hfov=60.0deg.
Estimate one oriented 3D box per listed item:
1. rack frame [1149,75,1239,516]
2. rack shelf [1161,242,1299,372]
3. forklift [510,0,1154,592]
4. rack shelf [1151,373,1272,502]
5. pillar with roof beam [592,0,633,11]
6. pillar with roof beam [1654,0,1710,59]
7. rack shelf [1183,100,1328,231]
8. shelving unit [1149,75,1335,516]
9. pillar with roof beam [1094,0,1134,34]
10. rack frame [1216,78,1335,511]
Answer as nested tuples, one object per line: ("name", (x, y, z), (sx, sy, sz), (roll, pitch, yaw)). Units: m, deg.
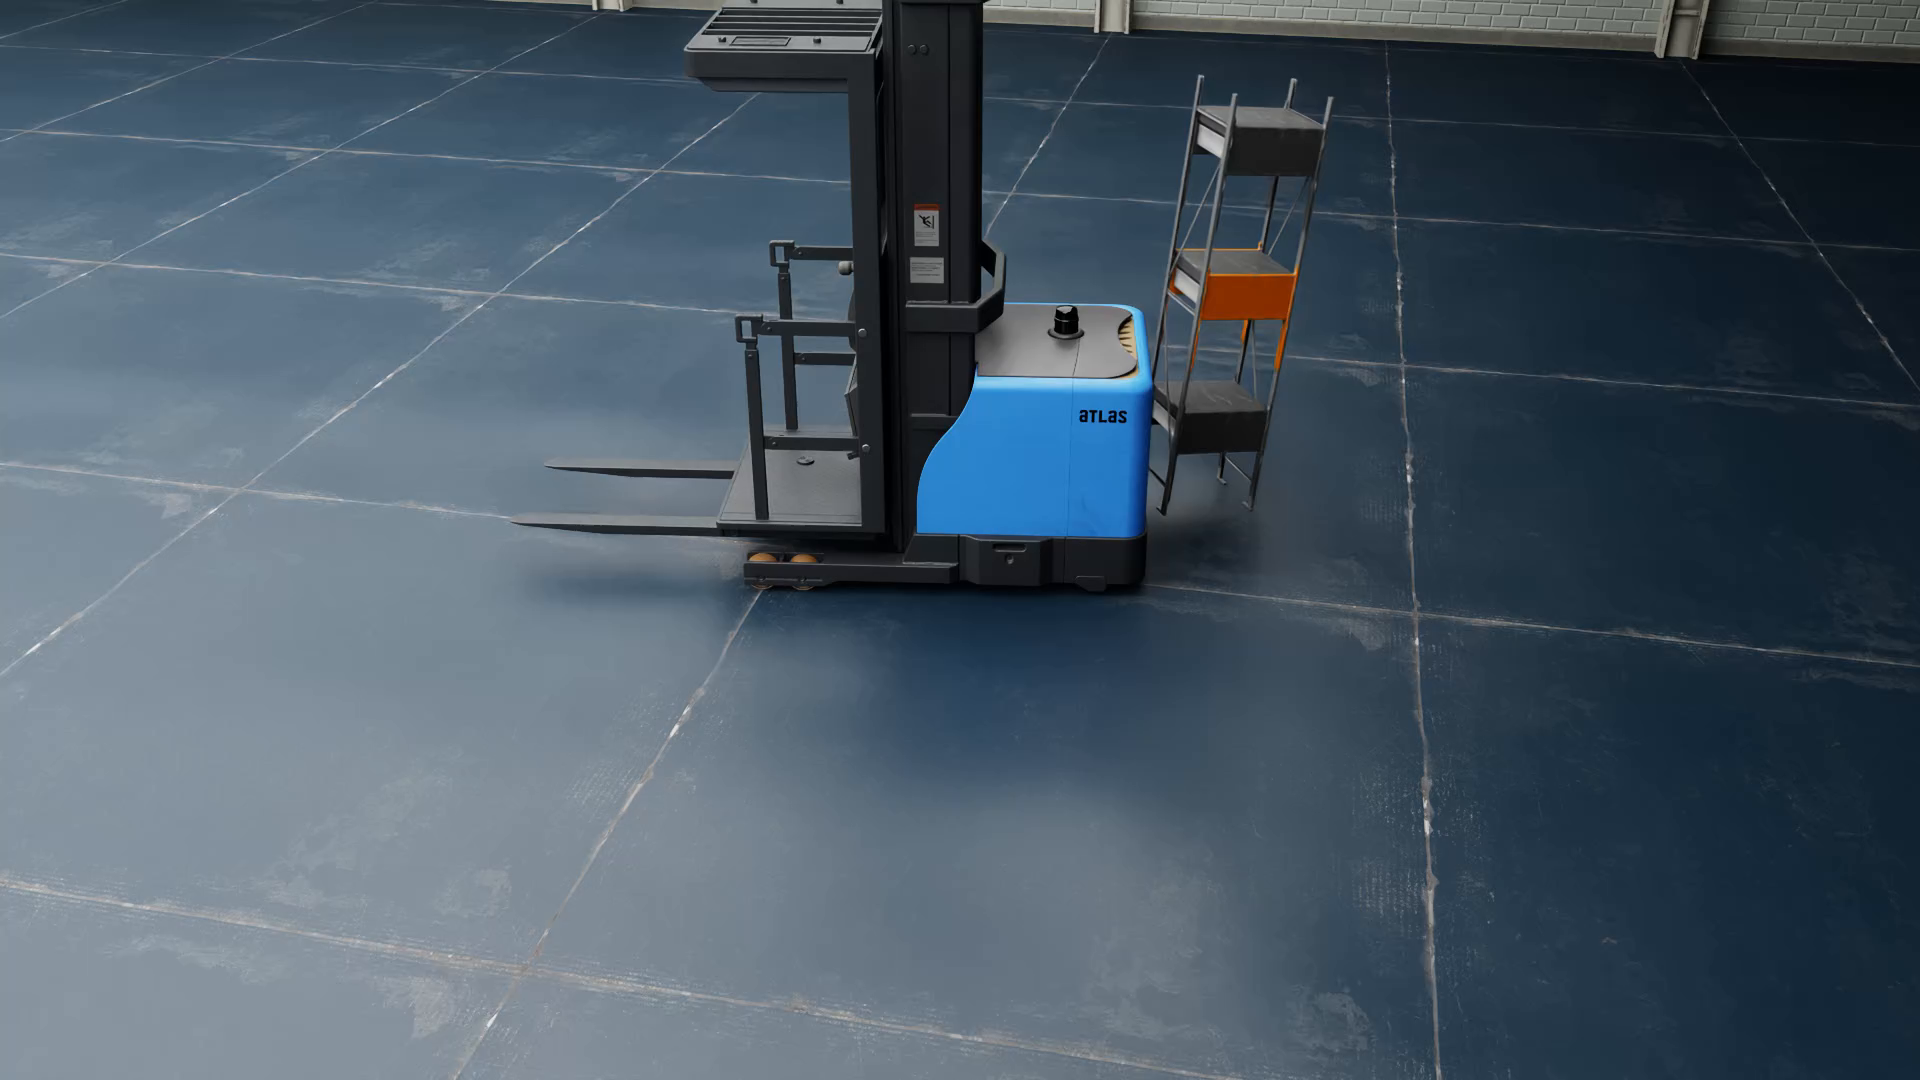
("rack frame", (1.074, -1.146, 8.060), (0.015, 2.100, 0.400), (-3, 28, -18))
("rack shelf", (1.304, -1.147, 8.142), (0.480, 0.518, 0.431), (-3, 28, -18))
("forklift", (-0.624, -1.301, 7.574), (3.031, 2.935, 1.130), (1, 29, 3))
("rack shelf", (1.234, -0.526, 8.458), (0.480, 0.518, 0.431), (-3, 28, -18))
("pillar with roof beam", (-5.038, -8.276, 13.996), (0.400, 9.000, 9.100), (6, 29, 11))
("pillar with roof beam", (6.698, -7.072, 11.798), (0.400, 9.000, 9.100), (6, 29, 11))
("rack shelf", (1.373, -1.768, 7.827), (0.480, 0.518, 0.431), (-3, 28, -18))
("shelving unit", (1.305, -1.159, 8.136), (0.503, 2.100, 0.431), (-3, 28, -18))
("pillar with roof beam", (0.830, -7.674, 12.897), (0.400, 9.000, 9.100), (6, 29, 11))
("rack frame", (1.537, -1.172, 8.212), (0.015, 2.100, 0.400), (-3, 28, -18))
